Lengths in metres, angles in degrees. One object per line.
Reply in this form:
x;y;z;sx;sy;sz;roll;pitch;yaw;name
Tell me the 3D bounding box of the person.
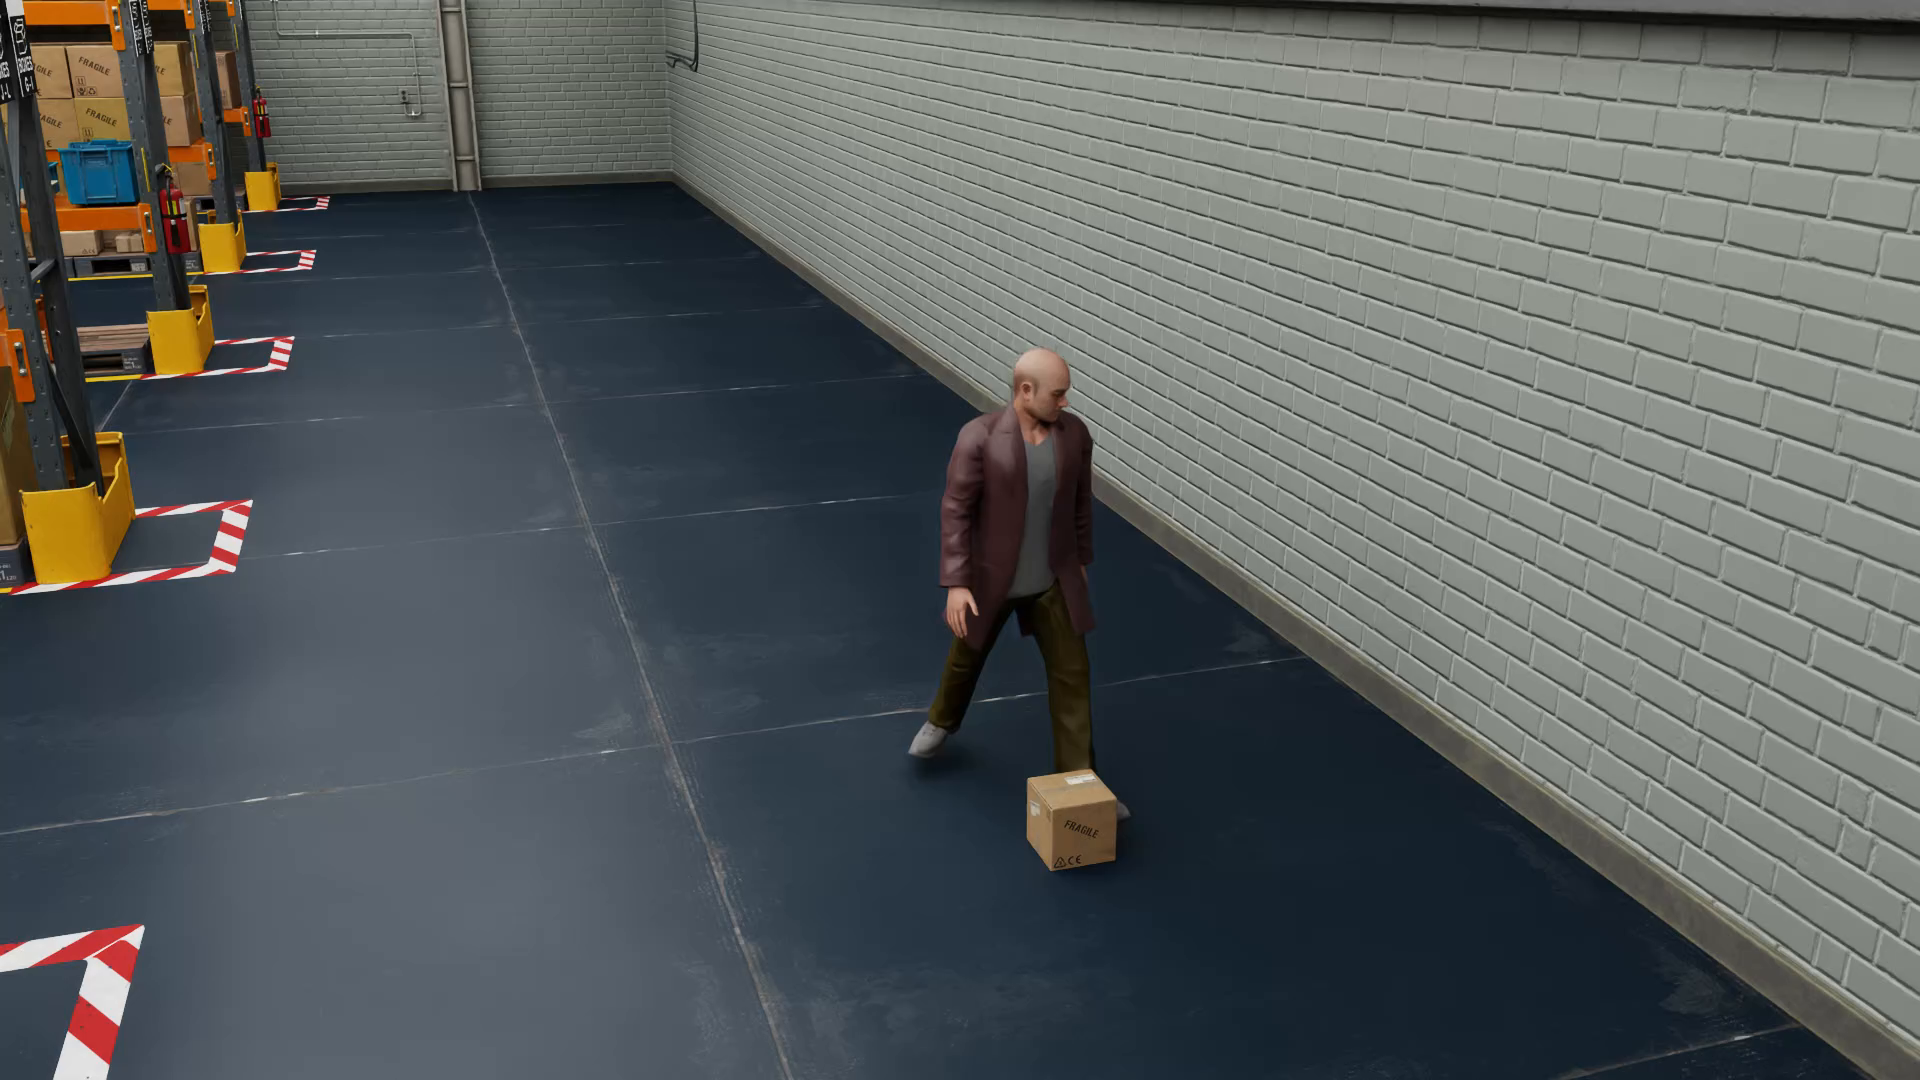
0.193;0.138;6.202;0.705;1.746;1.002;-5;19;-13;person
